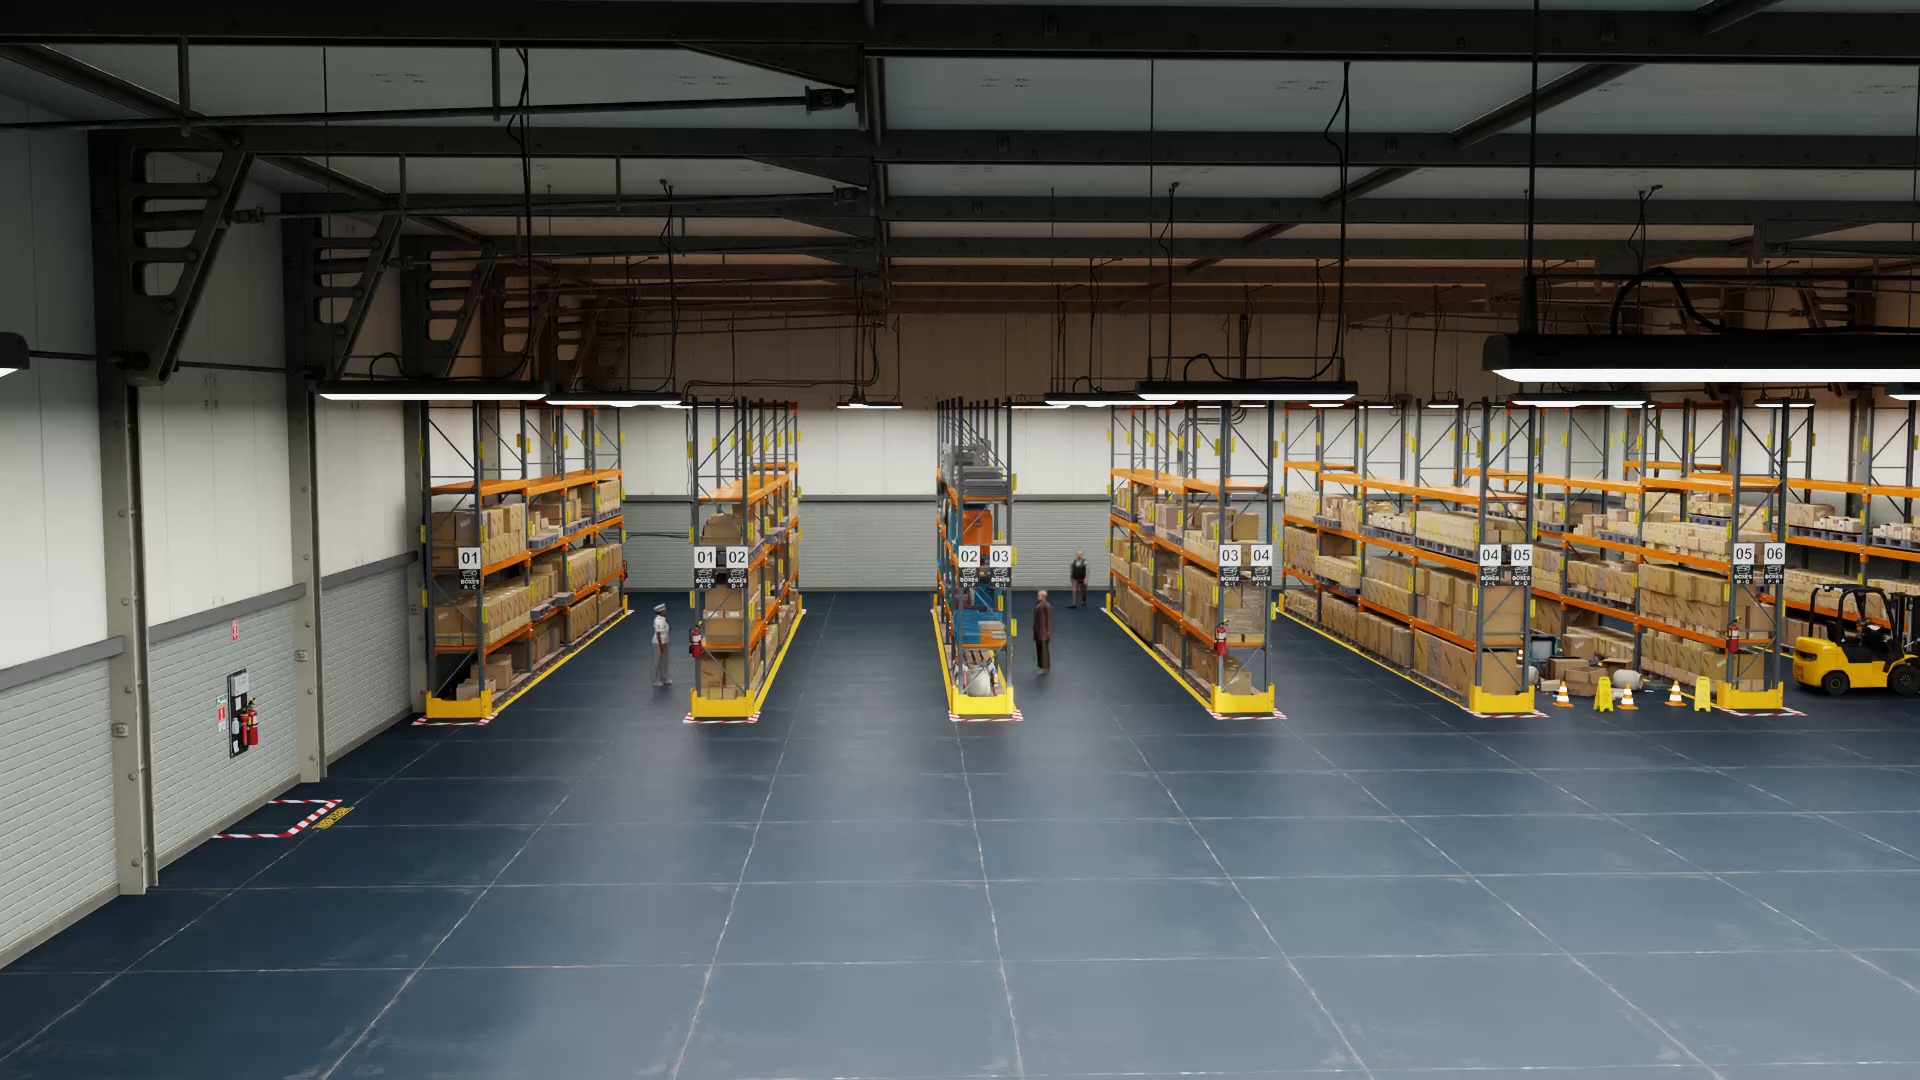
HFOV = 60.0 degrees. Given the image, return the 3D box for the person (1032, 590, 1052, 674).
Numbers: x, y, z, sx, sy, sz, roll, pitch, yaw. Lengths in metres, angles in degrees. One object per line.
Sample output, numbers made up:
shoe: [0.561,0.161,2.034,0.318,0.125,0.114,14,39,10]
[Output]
person: [1.738,2.003,36.354,0.467,1.788,0.648,-2,5,-25]

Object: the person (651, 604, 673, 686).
person: [-6.258,2.185,34.855,0.385,1.705,0.496,1,5,14]

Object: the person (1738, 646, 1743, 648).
person: [16.868,2.102,36.297,0.589,1.627,0.894,-4,6,-43]

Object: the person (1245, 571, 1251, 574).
person: [8.370,1.090,48.551,0.657,1.801,0.458,-3,5,-30]

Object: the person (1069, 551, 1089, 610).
person: [3.457,1.160,48.250,0.571,1.676,1.034,1,4,11]
